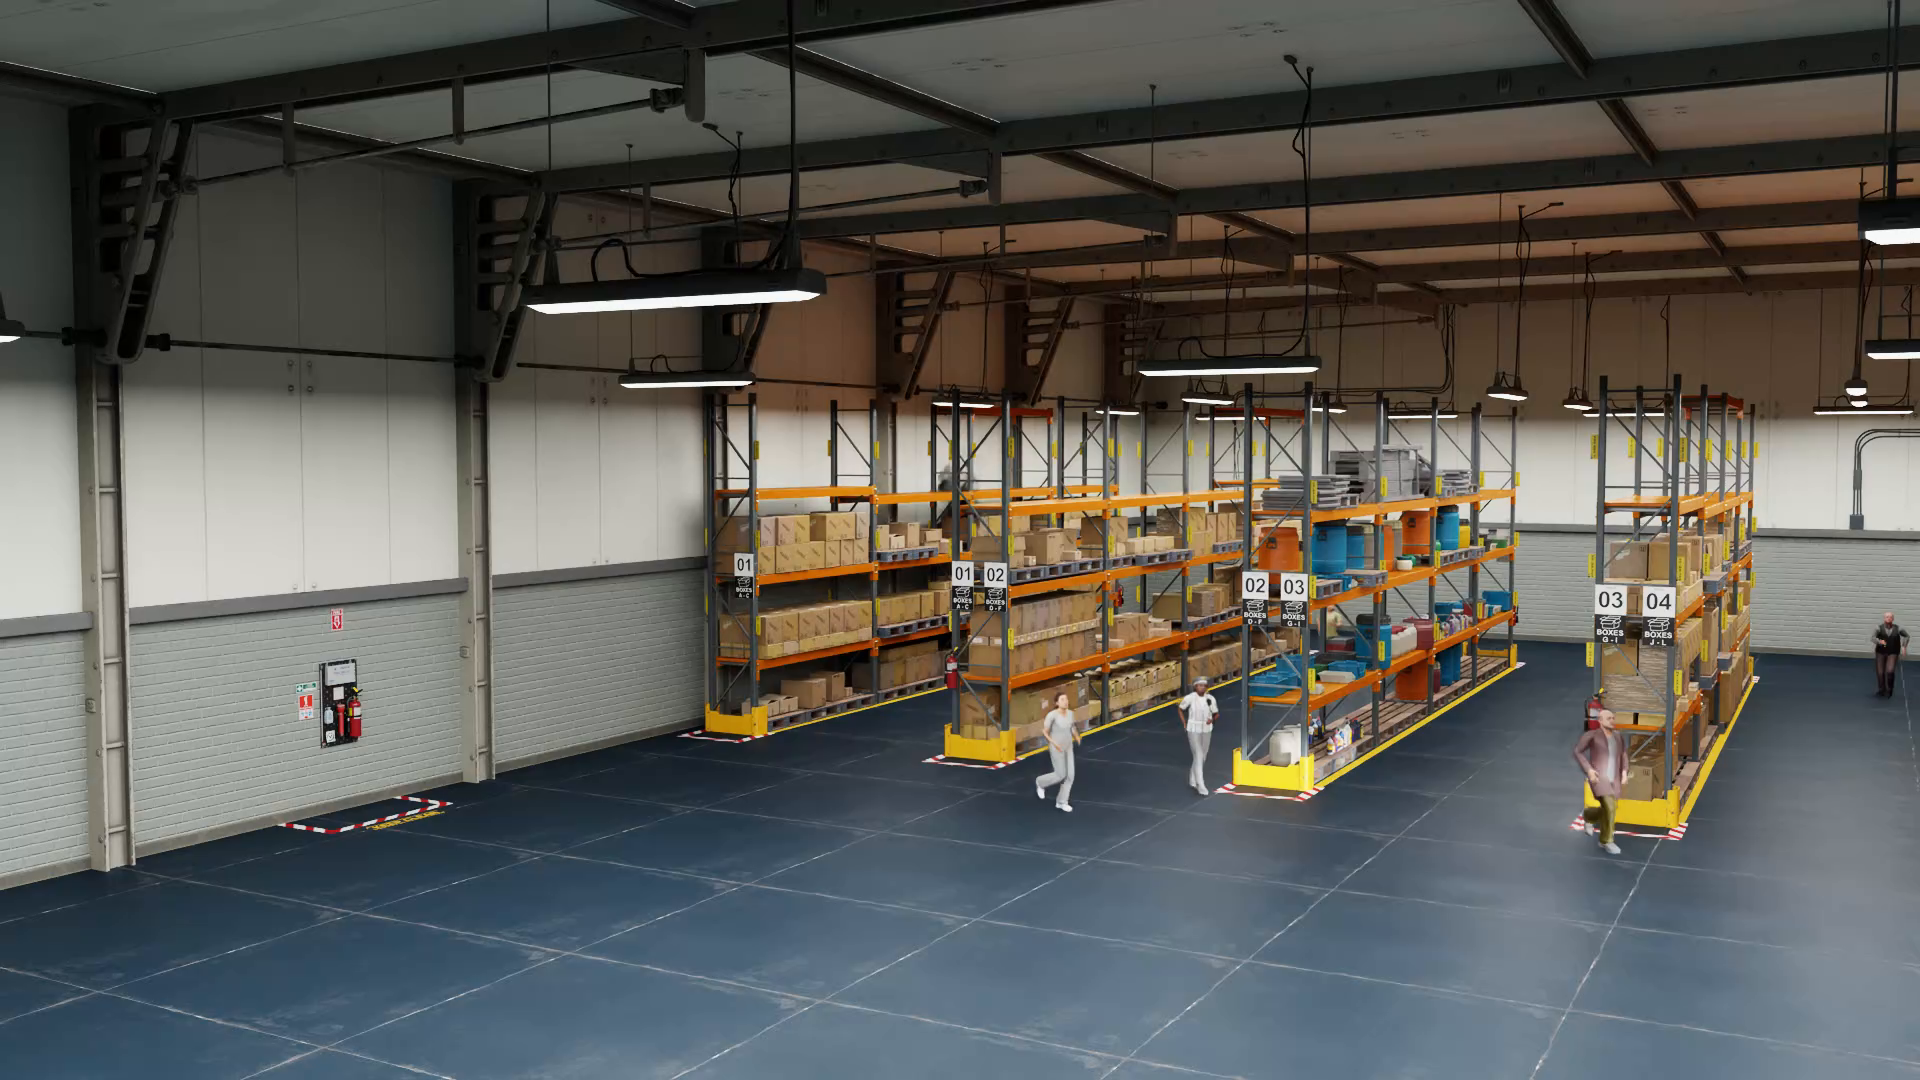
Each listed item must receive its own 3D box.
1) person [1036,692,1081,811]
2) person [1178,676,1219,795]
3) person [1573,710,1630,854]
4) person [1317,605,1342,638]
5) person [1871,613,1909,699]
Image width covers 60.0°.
[{"bbox_3d":[1.390,2.936,23.301,0.567,1.644,0.647,-2,4,-35],"label":"person"},{"bbox_3d":[3.525,2.816,24.373,0.569,1.683,0.848,-1,3,-13],"label":"person"},{"bbox_3d":[8.097,3.011,20.972,0.734,1.749,0.830,-1,3,-17],"label":"person"},{"bbox_3d":[8.175,2.179,36.802,0.547,1.718,0.752,1,3,13],"label":"person"},{"bbox_3d":[18.729,2.342,33.535,0.649,1.750,0.709,2,4,37],"label":"person"}]
